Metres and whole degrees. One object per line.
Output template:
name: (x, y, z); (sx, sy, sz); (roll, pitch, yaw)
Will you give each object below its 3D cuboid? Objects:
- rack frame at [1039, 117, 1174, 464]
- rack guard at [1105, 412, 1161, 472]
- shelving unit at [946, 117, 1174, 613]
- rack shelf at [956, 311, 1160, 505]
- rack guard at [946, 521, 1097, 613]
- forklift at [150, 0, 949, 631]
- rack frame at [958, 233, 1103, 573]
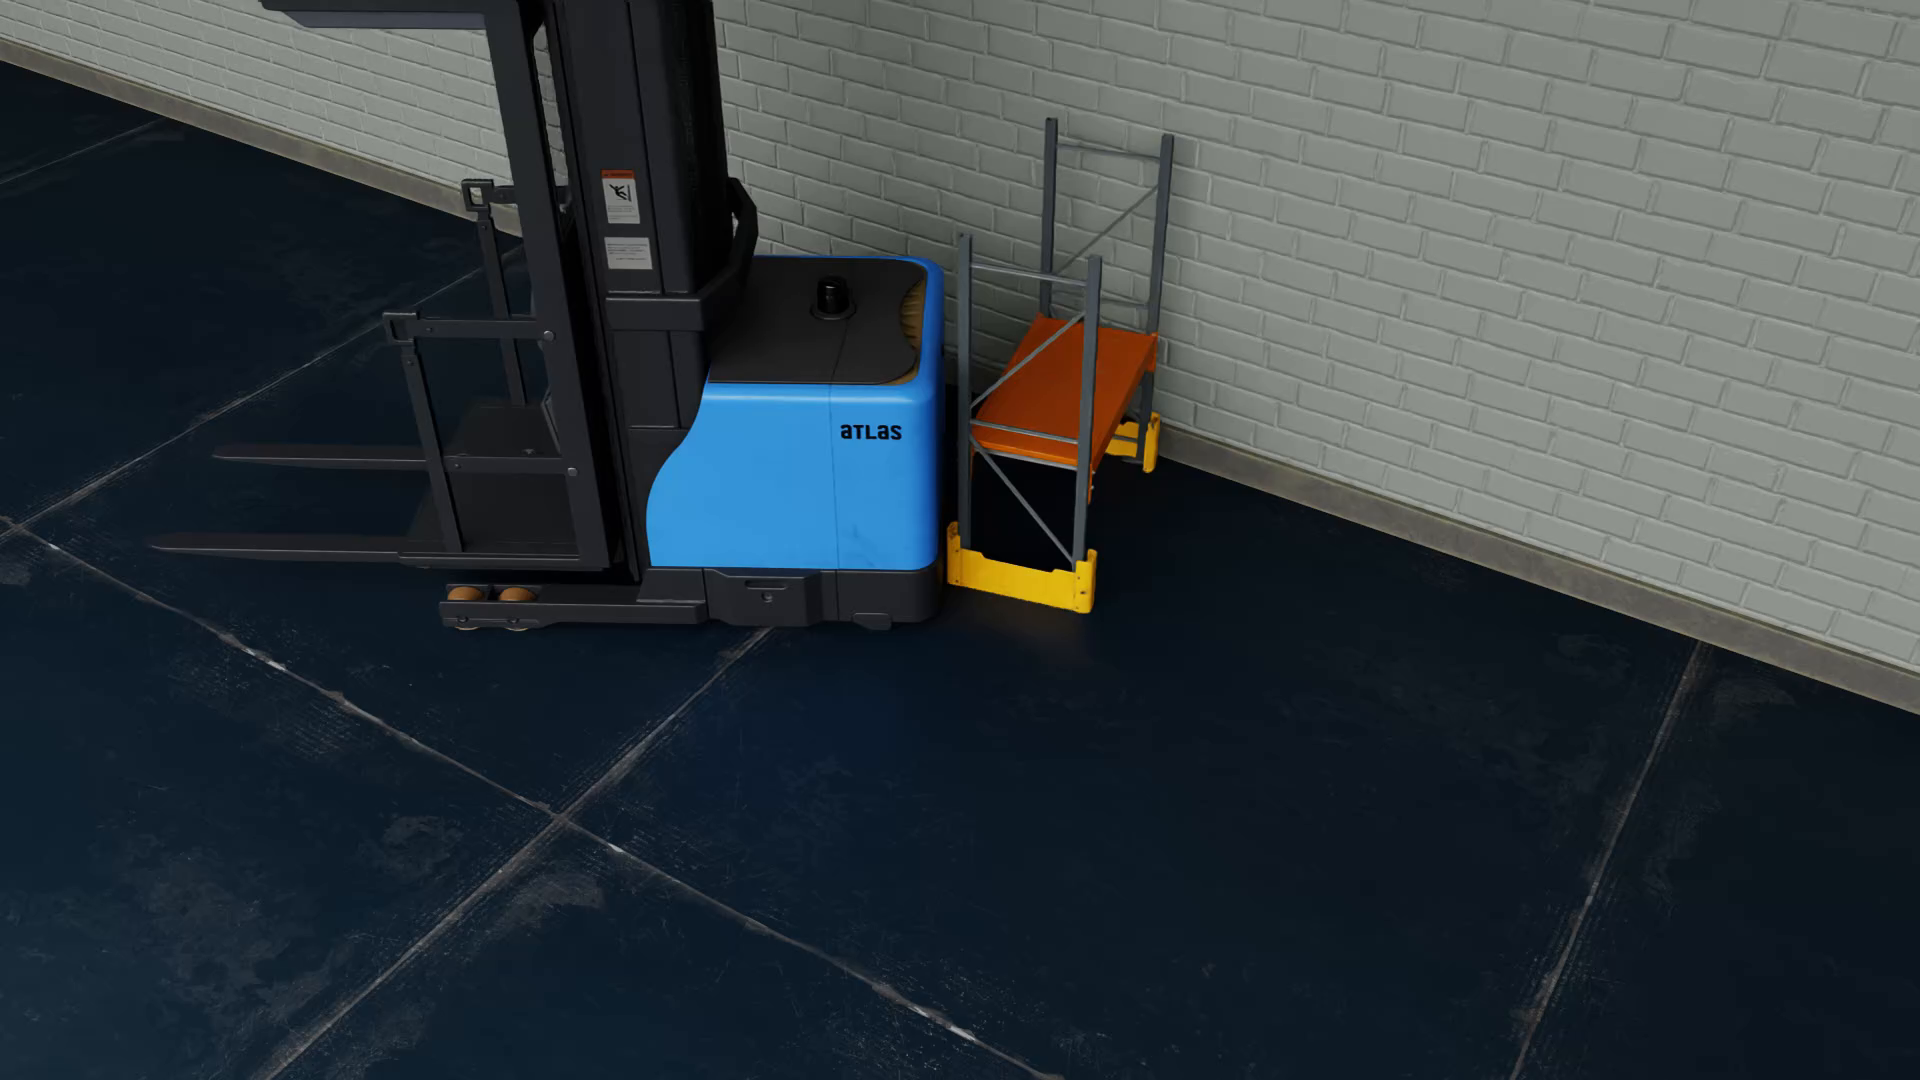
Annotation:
rack frame: (0.569, -0.977, 6.788); (0.500, 1.500, 0.032); (12, 39, 15)
rack guard: (0.562, -0.470, 7.156); (0.587, 0.250, 0.087); (12, 39, 15)
shelving unit: (0.398, -0.678, 6.402); (0.587, 1.500, 1.083); (12, 39, 15)
rack shelf: (0.401, -0.541, 6.518); (0.538, 0.185, 1.000); (12, 39, 15)
rack guard: (0.233, 0.104, 6.411); (0.587, 0.250, 0.087); (12, 39, 15)
forklift: (-1.574, -1.138, 5.826); (3.031, 2.935, 1.130); (1, 38, 1)
rack frame: (0.233, -0.391, 6.028); (0.500, 1.500, 0.032); (12, 39, 15)
